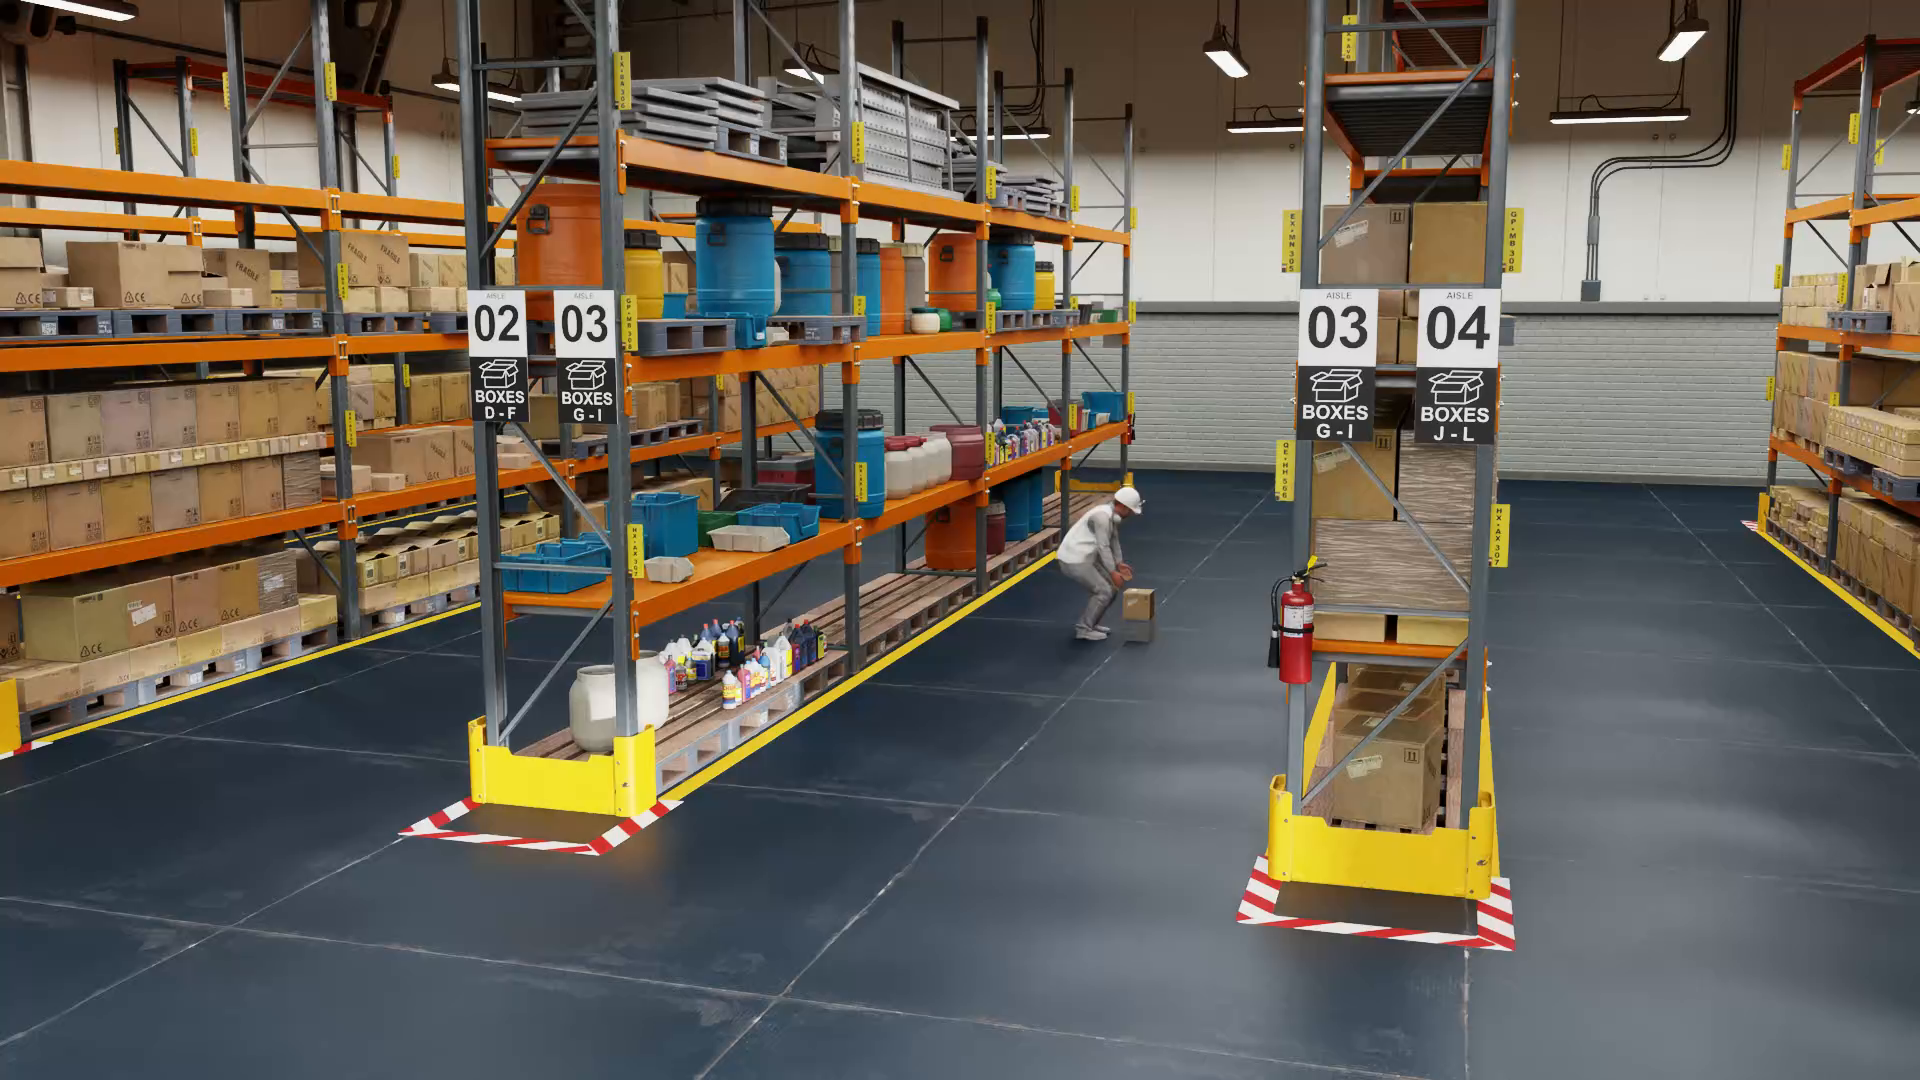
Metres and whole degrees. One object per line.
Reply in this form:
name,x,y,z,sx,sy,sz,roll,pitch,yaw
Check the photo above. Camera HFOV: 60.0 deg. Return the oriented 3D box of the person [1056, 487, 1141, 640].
person,1.305,0.201,15.595,0.768,1.422,0.592,2,9,16
